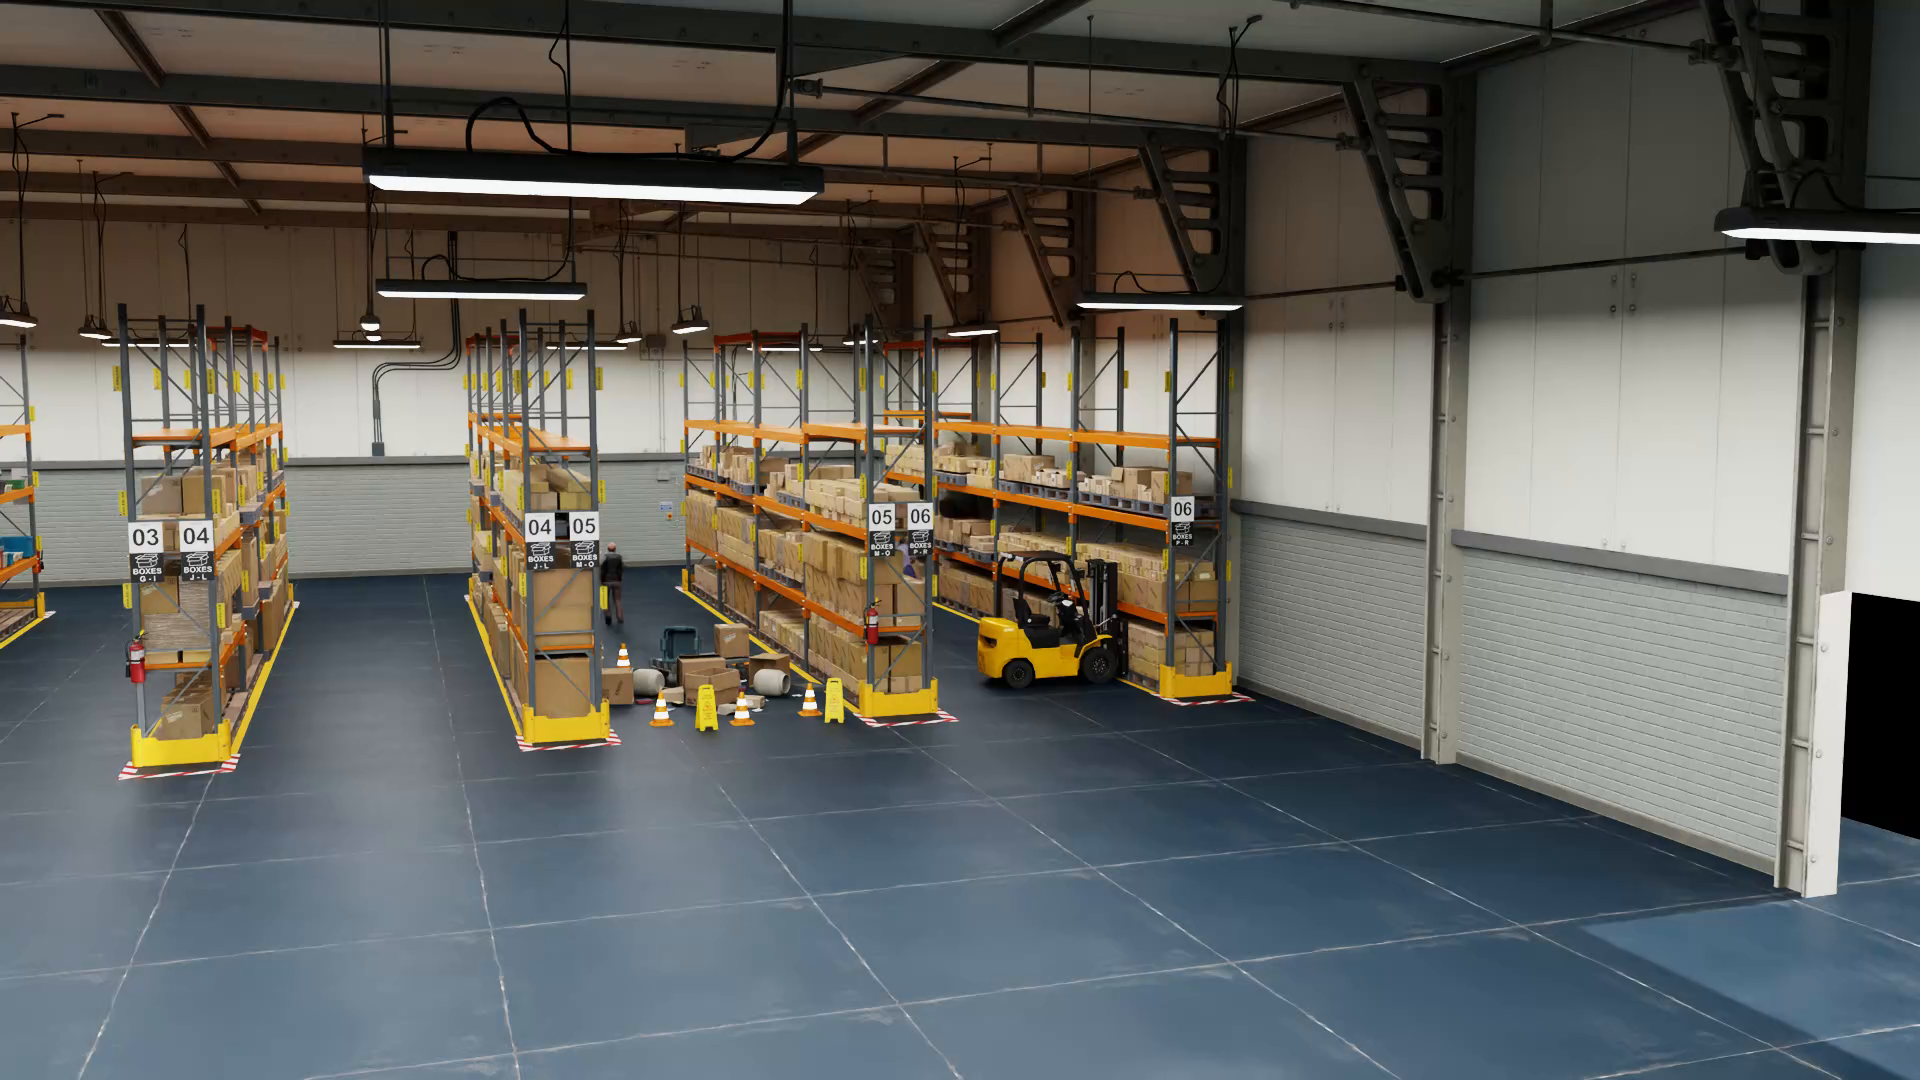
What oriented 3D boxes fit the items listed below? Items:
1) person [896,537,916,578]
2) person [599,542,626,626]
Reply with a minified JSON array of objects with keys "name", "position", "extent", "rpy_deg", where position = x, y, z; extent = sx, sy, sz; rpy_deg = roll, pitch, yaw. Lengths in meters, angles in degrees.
[{"name":"person","position":[-1.142,0.752,34.048],"extent":[0.556,1.704,0.806],"rpy_deg":[-2,6,-24]},{"name":"person","position":[-7.144,0.927,34.033],"extent":[0.661,1.753,0.878],"rpy_deg":[-2,6,-19]}]
